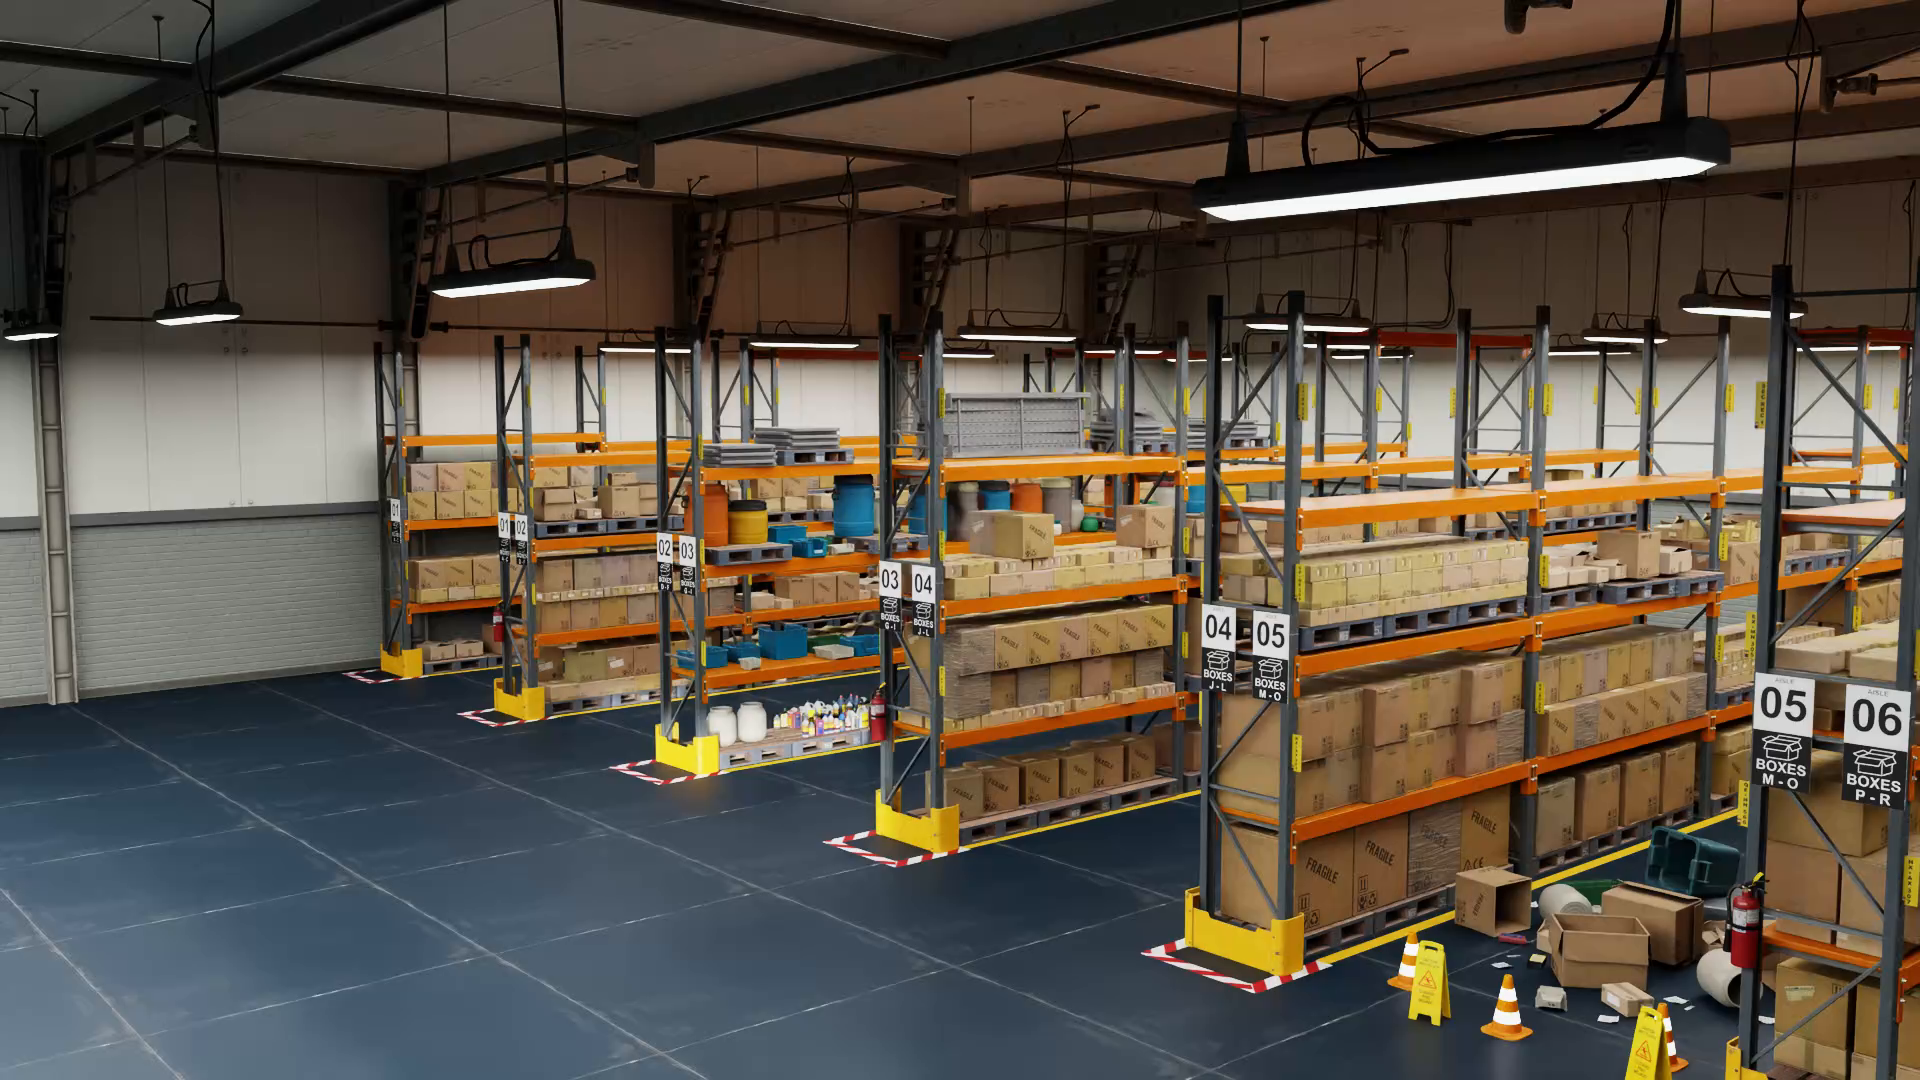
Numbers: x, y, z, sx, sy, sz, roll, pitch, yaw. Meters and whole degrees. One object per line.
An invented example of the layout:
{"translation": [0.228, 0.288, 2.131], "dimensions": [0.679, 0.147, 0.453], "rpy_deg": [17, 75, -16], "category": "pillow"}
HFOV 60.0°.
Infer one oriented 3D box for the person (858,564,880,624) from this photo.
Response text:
{"translation": [-1.784, 1.300, 33.543], "dimensions": [0.958, 1.673, 0.669], "rpy_deg": [-4, 7, -40], "category": "person"}
